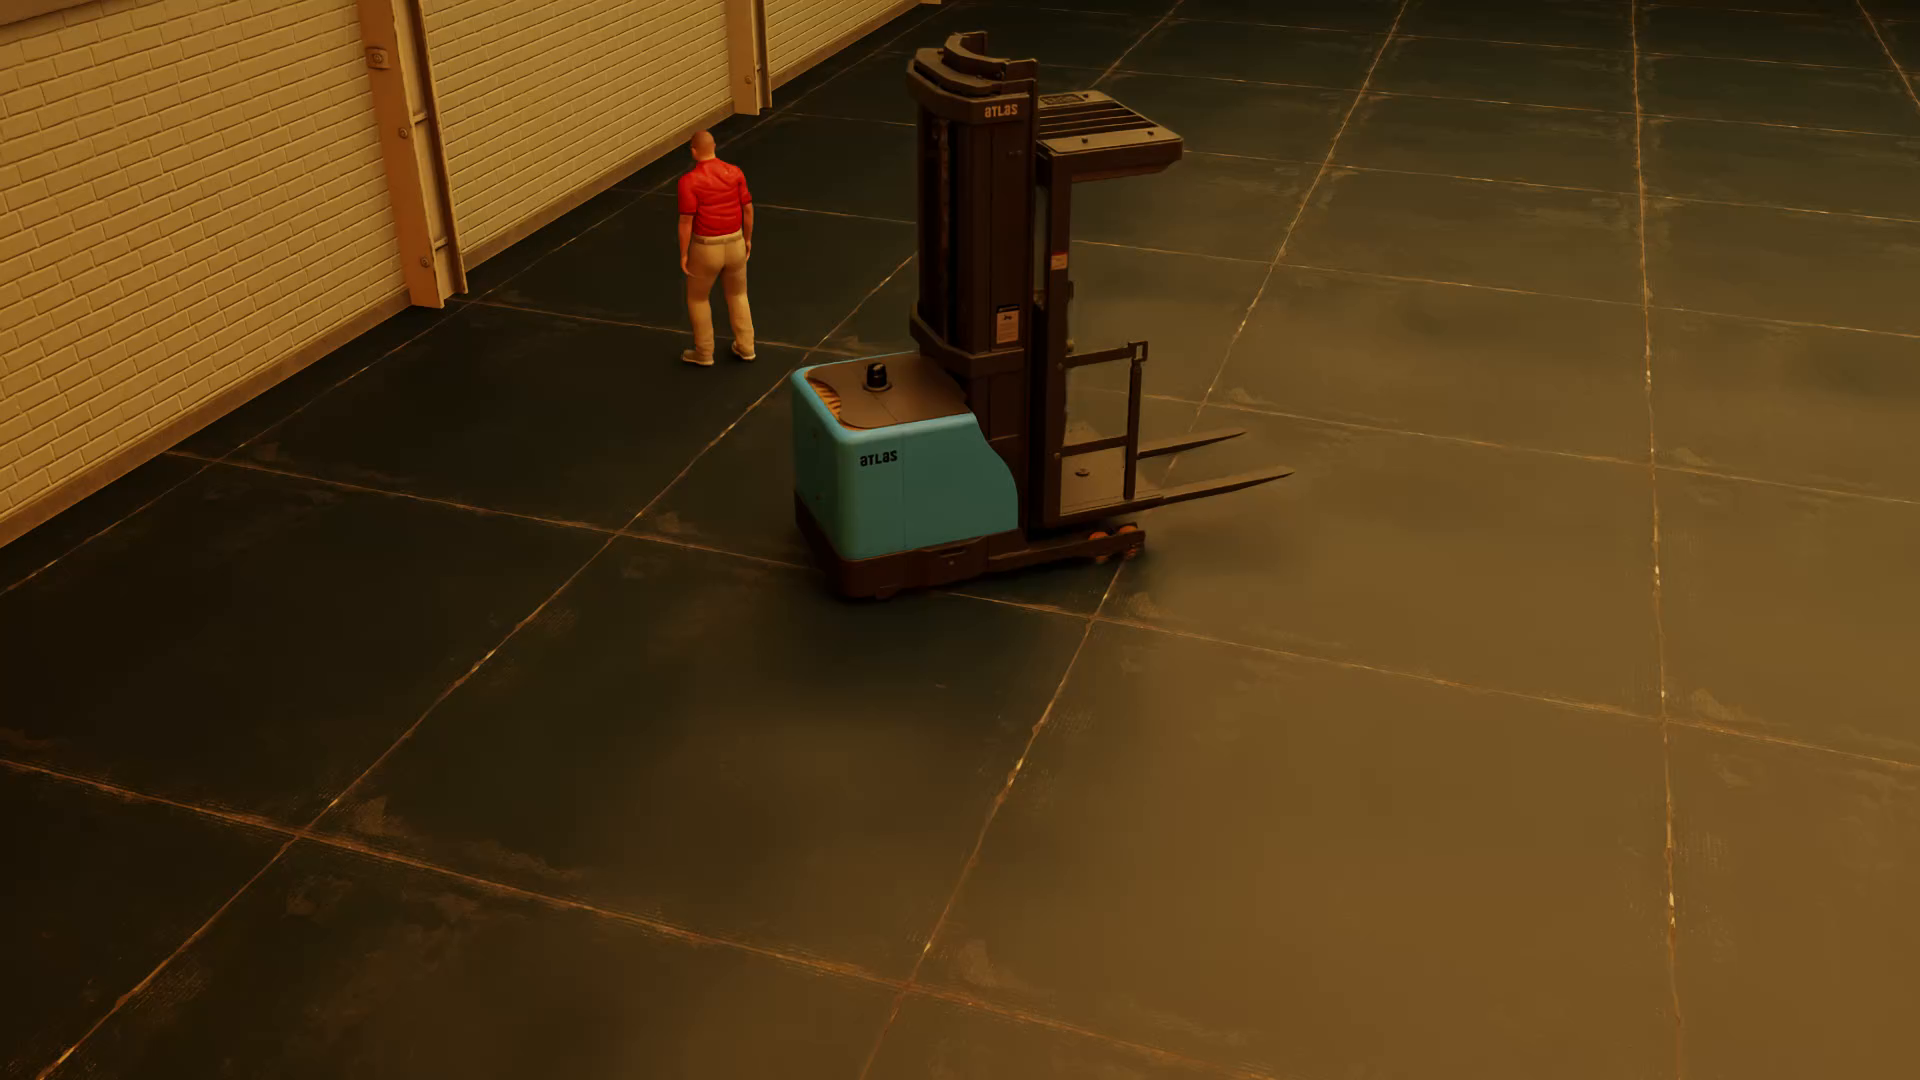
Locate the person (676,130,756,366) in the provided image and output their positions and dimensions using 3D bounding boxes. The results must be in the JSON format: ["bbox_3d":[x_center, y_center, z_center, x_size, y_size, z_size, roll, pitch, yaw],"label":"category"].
[{"bbox_3d":[-1.783,-2.110,12.067,0.594,1.735,0.427,-17,34,-27],"label":"person"}]

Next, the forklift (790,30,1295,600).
[{"bbox_3d":[0.567,-1.386,9.569,3.031,2.935,1.130,-11,32,-19],"label":"forklift"}]
